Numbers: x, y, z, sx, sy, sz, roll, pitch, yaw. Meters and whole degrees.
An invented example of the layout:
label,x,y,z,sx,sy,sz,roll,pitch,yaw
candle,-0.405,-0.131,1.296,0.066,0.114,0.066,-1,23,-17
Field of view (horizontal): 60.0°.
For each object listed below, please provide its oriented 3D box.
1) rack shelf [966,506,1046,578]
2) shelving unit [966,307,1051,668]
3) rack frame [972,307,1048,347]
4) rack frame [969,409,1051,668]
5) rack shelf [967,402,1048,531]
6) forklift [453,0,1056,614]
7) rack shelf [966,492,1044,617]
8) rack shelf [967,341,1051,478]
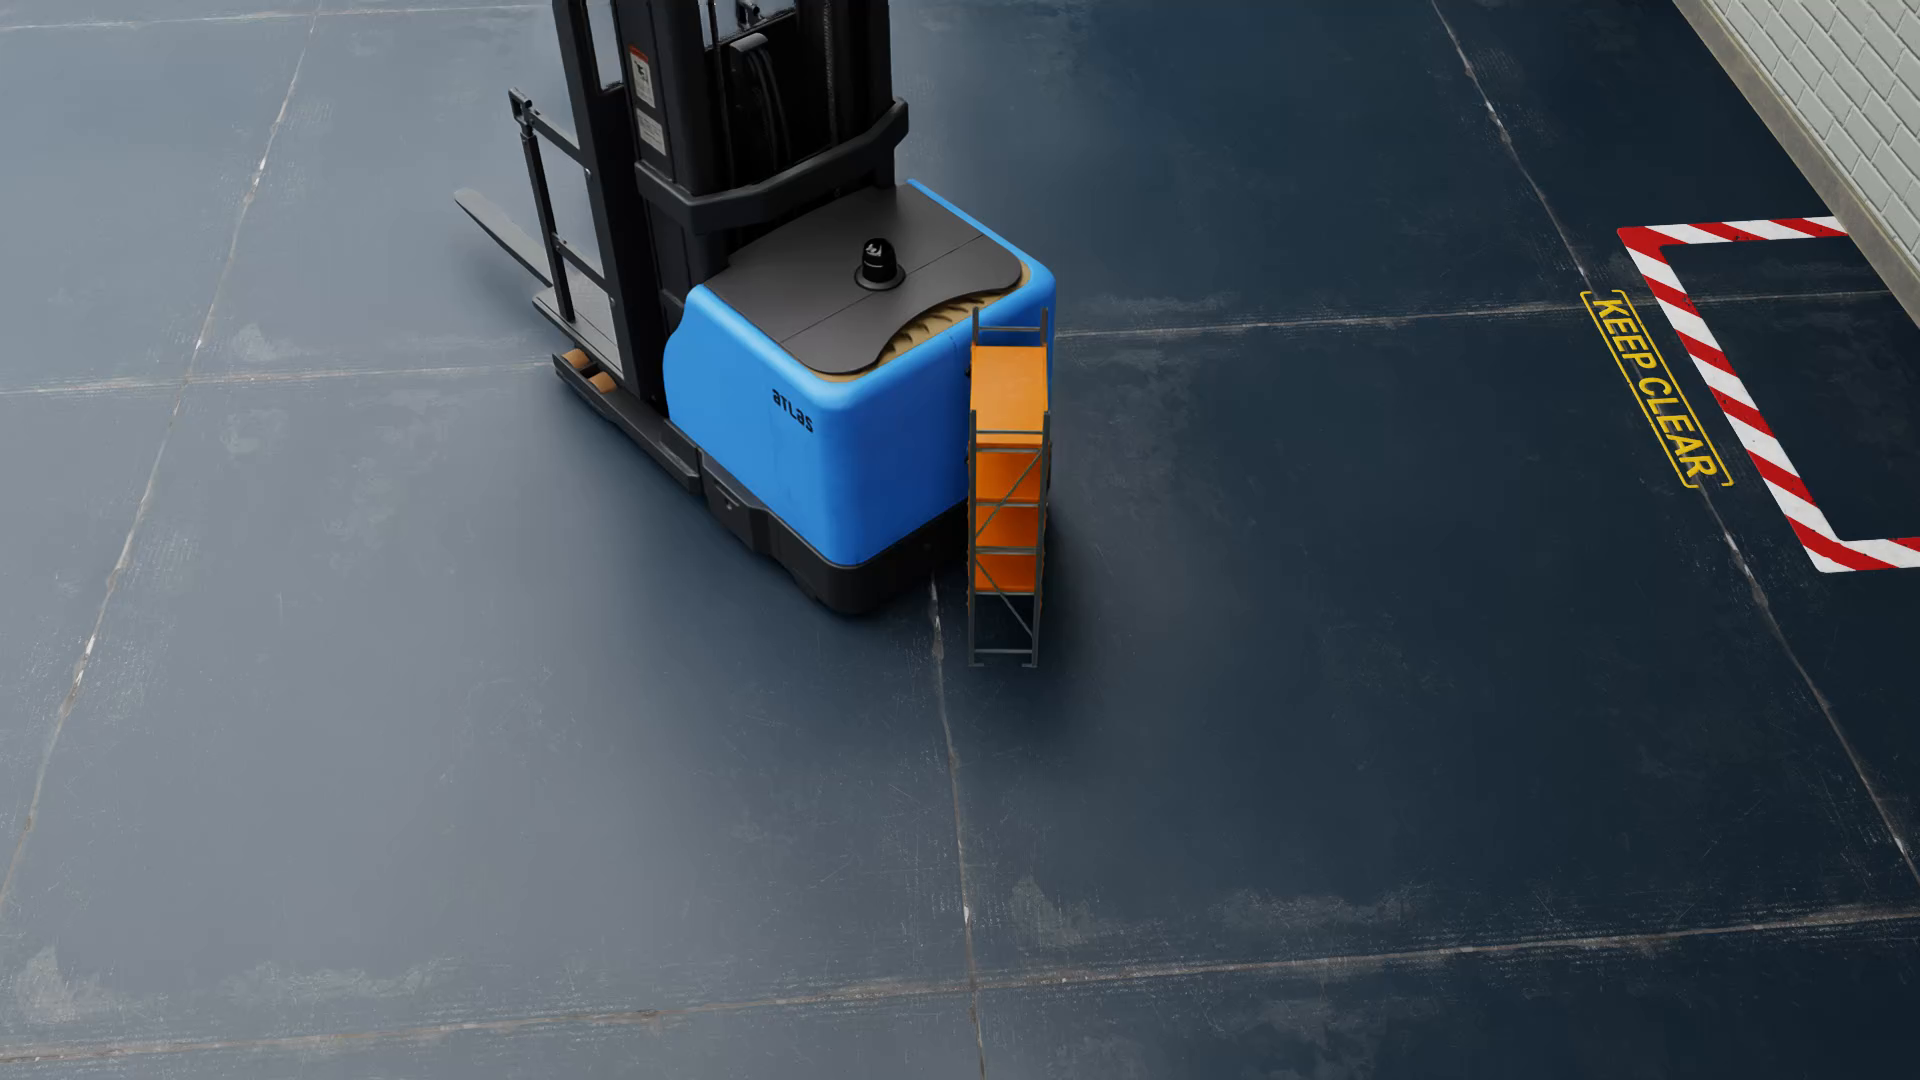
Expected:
label,x,y,z,sx,sy,sz,roll,pitch,yaw
rack shelf,0.155,-0.101,5.612,0.258,0.148,0.480,1,47,1
shelving unit,0.155,-0.147,5.563,0.258,1.200,0.503,1,47,1
rack frame,0.160,-0.325,5.731,0.240,1.200,0.015,1,47,1
rack frame,0.150,0.030,5.395,0.240,1.200,0.015,1,47,1
rack shelf,0.155,-0.255,5.450,0.258,0.148,0.480,1,47,1
forklift,-1.007,-1.738,5.878,1.130,2.935,3.031,-33,55,-27
rack shelf,0.155,0.035,5.756,0.258,0.148,0.480,1,47,1
rack shelf,0.155,-0.418,5.278,0.258,0.148,0.480,1,47,1
